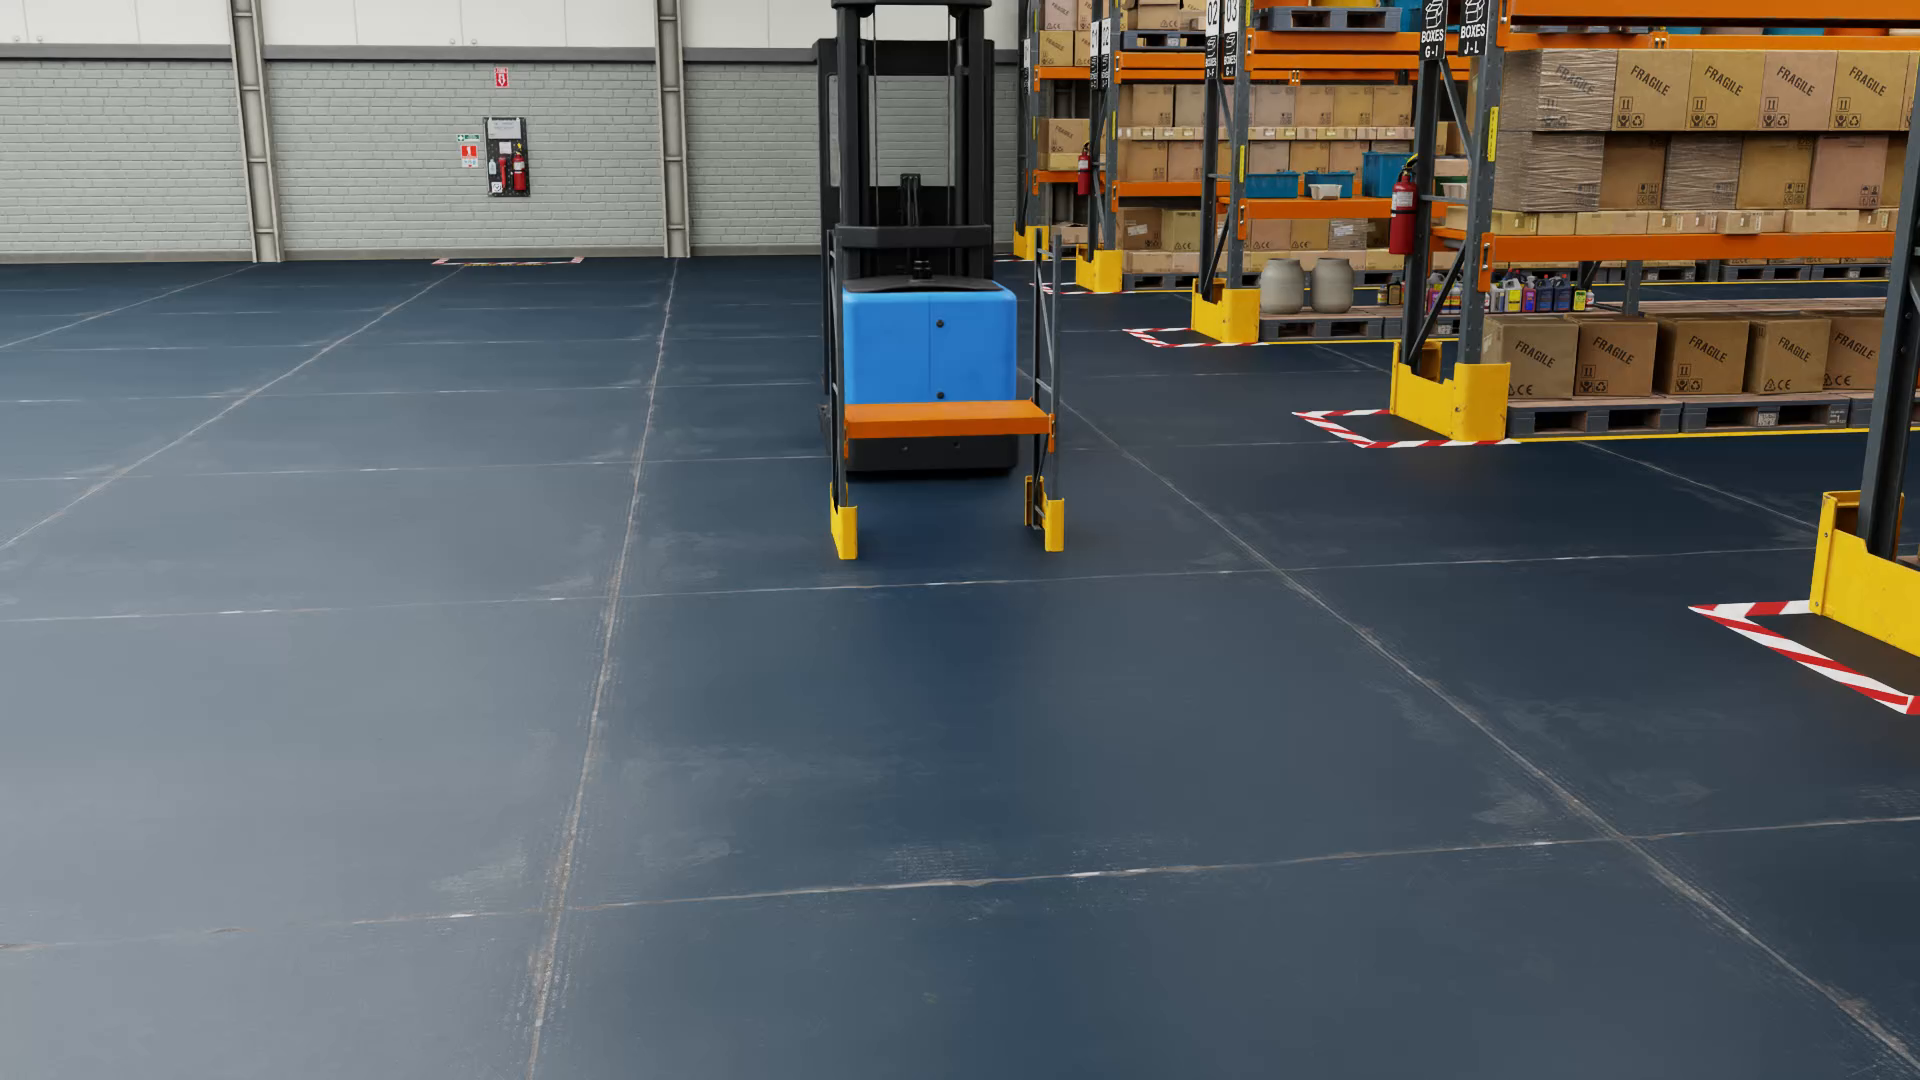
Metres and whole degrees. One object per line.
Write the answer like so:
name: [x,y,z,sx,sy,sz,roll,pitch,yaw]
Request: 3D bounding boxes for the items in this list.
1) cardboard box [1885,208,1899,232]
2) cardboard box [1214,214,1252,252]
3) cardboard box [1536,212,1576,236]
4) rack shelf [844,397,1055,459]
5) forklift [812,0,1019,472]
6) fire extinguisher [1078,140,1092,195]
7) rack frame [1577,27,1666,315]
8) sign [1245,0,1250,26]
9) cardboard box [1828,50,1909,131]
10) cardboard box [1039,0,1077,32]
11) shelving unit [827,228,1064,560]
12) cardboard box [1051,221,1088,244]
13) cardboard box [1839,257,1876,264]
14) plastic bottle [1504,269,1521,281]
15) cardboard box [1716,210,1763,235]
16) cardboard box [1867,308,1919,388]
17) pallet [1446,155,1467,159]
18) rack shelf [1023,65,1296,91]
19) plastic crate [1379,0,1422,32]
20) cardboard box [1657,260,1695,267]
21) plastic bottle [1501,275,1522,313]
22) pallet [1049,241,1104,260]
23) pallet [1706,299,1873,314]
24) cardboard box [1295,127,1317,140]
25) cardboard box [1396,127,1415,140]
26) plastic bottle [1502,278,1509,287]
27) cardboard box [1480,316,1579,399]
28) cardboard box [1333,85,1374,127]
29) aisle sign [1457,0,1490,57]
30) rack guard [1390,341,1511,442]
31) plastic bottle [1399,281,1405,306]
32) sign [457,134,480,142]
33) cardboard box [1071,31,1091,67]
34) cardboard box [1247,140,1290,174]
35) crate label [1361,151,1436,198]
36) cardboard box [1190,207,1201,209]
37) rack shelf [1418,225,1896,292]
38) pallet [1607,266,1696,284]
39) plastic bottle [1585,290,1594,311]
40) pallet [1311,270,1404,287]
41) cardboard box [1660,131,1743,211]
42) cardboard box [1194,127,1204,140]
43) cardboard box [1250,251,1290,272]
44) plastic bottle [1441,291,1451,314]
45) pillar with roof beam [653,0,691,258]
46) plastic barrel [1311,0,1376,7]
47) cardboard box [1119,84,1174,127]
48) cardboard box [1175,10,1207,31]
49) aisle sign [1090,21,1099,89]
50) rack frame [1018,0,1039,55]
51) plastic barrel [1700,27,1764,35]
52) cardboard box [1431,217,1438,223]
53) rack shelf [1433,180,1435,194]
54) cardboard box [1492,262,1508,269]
cardboard box: [6.279,-2.140,11.106,0.250,0.149,0.380,-2,14,-8]
cardboard box: [3.306,-3.855,20.676,0.500,0.500,0.500,-2,14,-8]
cardboard box: [3.795,-2.069,10.820,0.250,0.149,0.380,-2,14,-8]
rack shelf: [-0.084,-0.550,8.071,1.000,0.185,0.538,-2,14,-8]
forklift: [-0.364,-2.121,10.653,1.130,2.935,3.031,-2,14,-7]
fire extinguisher: [1.569,-4.686,20.899,0.183,0.674,0.296,-2,14,-8]
rack frame: [6.445,-3.569,16.288,0.127,3.000,1.000,-2,14,-8]
sign: [2.567,-4.751,14.816,0.005,0.325,0.100,-2,14,-8]
cardboard box: [5.790,-2.937,10.894,0.500,0.500,0.500,-2,14,-8]
cardboard box: [1.431,-7.761,24.534,0.500,0.500,0.500,-3,14,-12]
shelving unit: [-0.075,-0.725,8.028,1.083,1.500,0.587,-2,14,-8]
cardboard box: [1.711,-4.720,25.499,0.500,0.311,0.500,-4,15,-15]
cardboard box: [11.688,-3.912,21.889,0.500,0.500,0.500,-3,14,-10]
plastic bottle: [5.585,-2.568,16.838,0.185,0.351,0.144,-2,14,-7]
cardboard box: [5.043,-2.095,10.926,0.250,0.149,0.380,-2,14,-8]
cardboard box: [6.782,-1.364,11.771,0.500,0.500,0.500,-3,14,-10]
pallet: [8.236,-5.953,26.186,1.003,0.211,1.213,-2,14,-8]
rack shelf: [2.992,-6.986,25.224,4.000,0.370,1.077,-2,14,-8]
plastic crate: [4.331,-5.013,15.911,0.575,0.384,0.392,-2,14,-8]
cardboard box: [9.182,-3.698,21.591,0.500,0.250,0.500,-2,14,-7]
plastic bottle: [5.342,-2.387,16.113,0.185,0.351,0.144,-2,14,-9]
pallet: [1.898,-4.479,25.646,1.213,0.211,1.003,-2,14,-8]
pallet: [8.425,-2.300,16.957,1.213,0.211,1.003,-2,14,-8]
cardboard box: [4.218,-5.017,20.522,0.250,0.149,0.380,-2,14,-7]
cardboard box: [5.474,-5.063,20.704,0.250,0.149,0.380,-2,14,-8]
plastic bottle: [5.460,-2.496,16.711,0.097,0.271,0.097,0,14,0]
cardboard box: [3.848,-1.243,11.286,0.500,0.500,0.500,1,14,2]
cardboard box: [4.774,-5.402,20.725,0.500,0.500,0.700,-2,14,-8]
aisle sign: [3.211,-3.420,10.346,0.004,0.787,0.394,-2,14,-8]
rack guard: [3.303,-1.023,11.274,0.348,0.500,1.175,-2,14,-8]
plastic bottle: [4.494,-2.491,16.684,0.135,0.276,0.152,-2,14,-8]
sign: [-7.361,-6.020,24.898,0.331,0.109,0.001,-2,14,-8]
cardboard box: [1.918,-7.283,24.685,0.500,0.500,0.500,-1,14,-5]
cardboard box: [3.750,-4.735,20.731,0.500,0.500,0.700,-2,14,-7]
crate label: [4.270,-3.573,16.231,0.616,0.435,0.502,-2,14,-8]
cardboard box: [3.228,-3.980,21.175,0.500,0.500,0.500,-2,14,-8]
rack shelf: [5.205,-1.957,11.336,4.000,0.370,1.077,-2,14,-8]
pallet: [8.846,-3.533,21.875,1.213,0.211,1.003,-2,14,-8]
plastic bottle: [6.133,-2.337,16.223,0.097,0.201,0.097,0,14,0]
pallet: [4.918,-3.390,21.304,1.213,0.211,1.003,-2,14,-8]
cardboard box: [4.753,-2.494,11.182,0.500,0.500,0.875,-2,14,-8]
cardboard box: [2.933,-4.969,20.330,0.250,0.149,0.380,-2,14,-9]
cardboard box: [3.803,-3.506,20.824,0.500,0.250,0.500,-2,14,-8]
plastic bottle: [4.668,-2.318,16.001,0.097,0.271,0.097,0,14,0]
pillar with roof beam: [-3.714,-7.698,20.417,0.400,9.000,9.100,-2,14,-8]
plastic barrel: [3.598,-5.246,15.558,0.600,0.588,0.600,0,14,0]
cardboard box: [2.271,-5.310,20.354,0.500,0.500,0.700,-2,14,-8]
cardboard box: [2.855,-6.375,20.466,0.500,0.250,0.500,-2,14,-8]
aisle sign: [1.647,-5.945,20.417,0.004,0.787,0.394,-2,14,-8]
rack frame: [1.014,-8.717,24.482,0.127,3.000,1.000,-2,14,-8]
plastic barrel: [7.562,-5.362,16.238,0.600,0.901,0.600,0,14,0]
cardboard box: [7.207,-5.044,26.403,0.500,0.500,0.700,-2,14,-9]
rack shelf: [7.689,-4.484,21.416,4.000,0.370,1.077,-2,14,-8]
cardboard box: [6.652,-3.604,21.216,0.500,0.250,0.500,-2,14,-7]
